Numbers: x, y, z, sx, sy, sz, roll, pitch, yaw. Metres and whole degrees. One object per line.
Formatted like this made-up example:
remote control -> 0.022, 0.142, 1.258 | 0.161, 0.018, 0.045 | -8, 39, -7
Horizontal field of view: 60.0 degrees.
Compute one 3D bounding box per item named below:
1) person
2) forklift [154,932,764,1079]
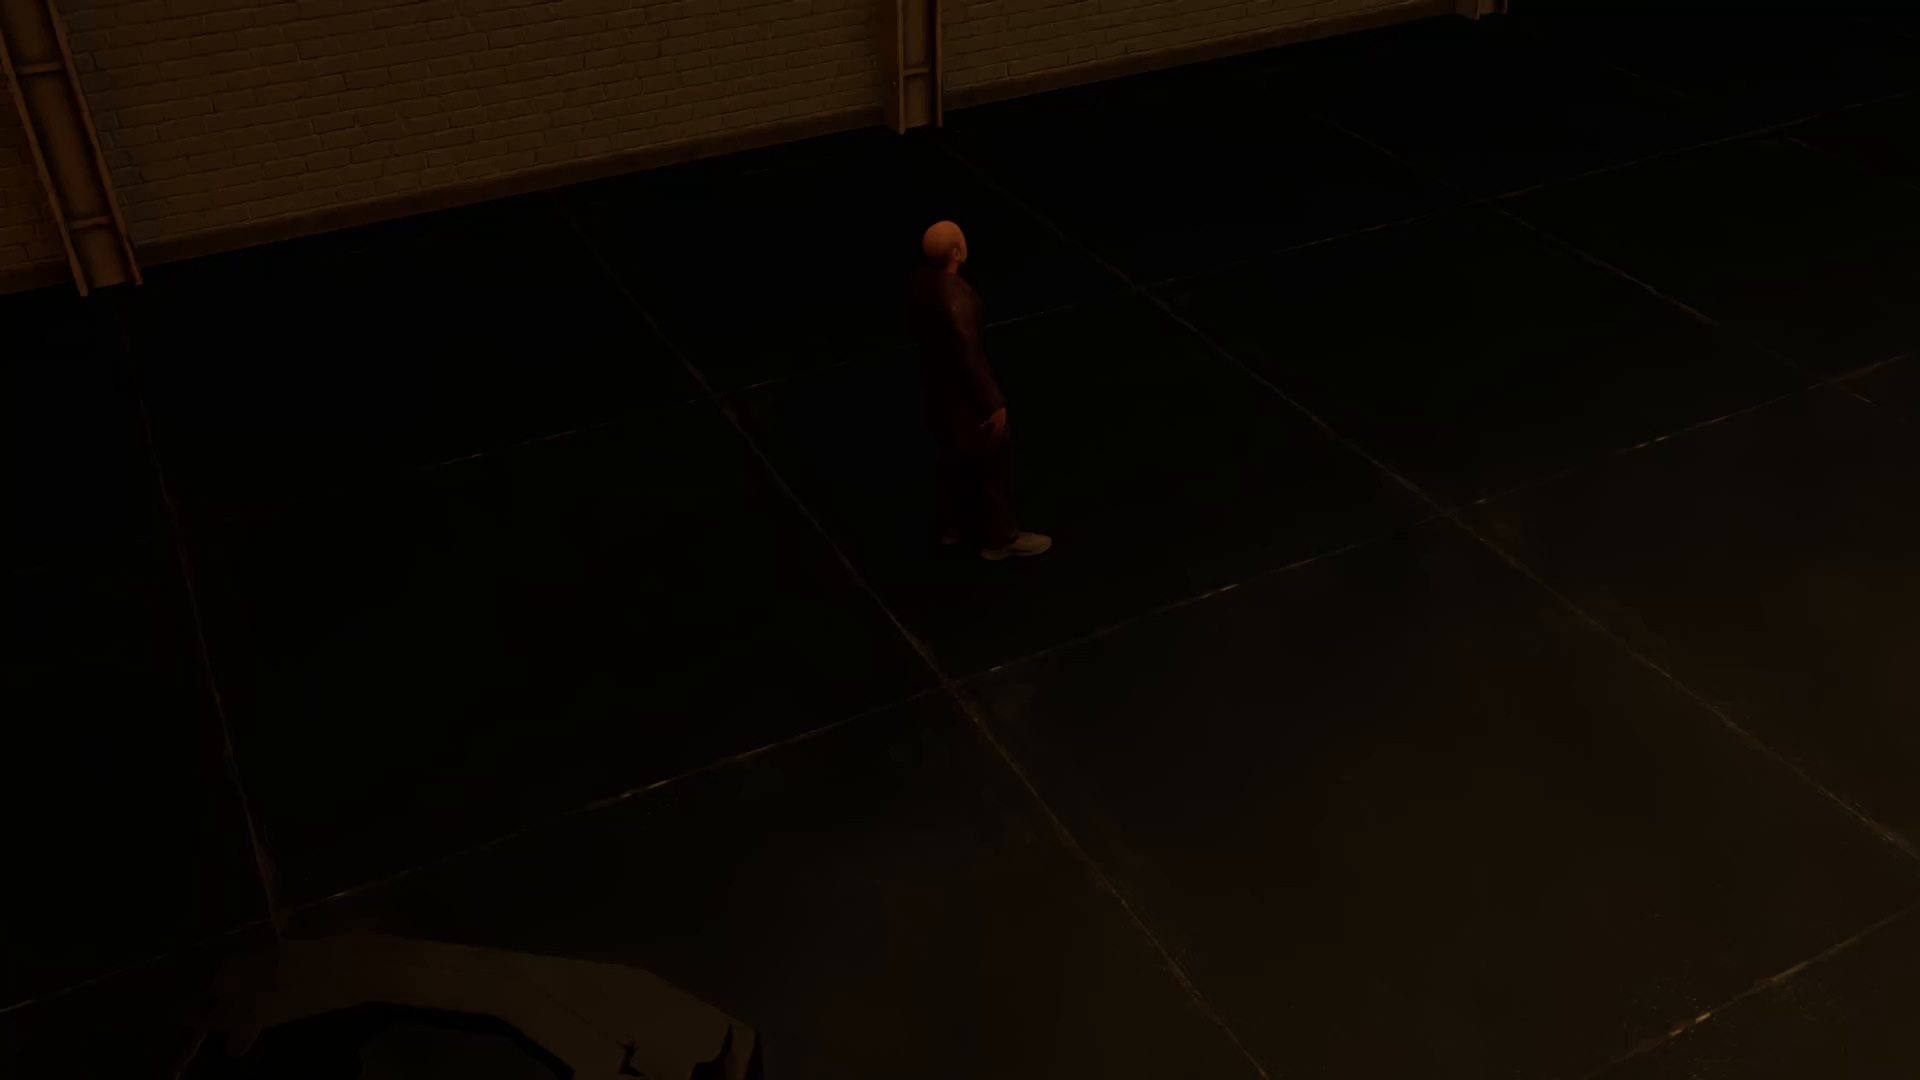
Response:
person -> 0.083, -0.754, 8.177 | 0.580, 1.776, 0.694 | -17, 39, -23
forklift -> -0.895, 2.250, 2.940 | 1.130, 2.935, 3.031 | 5, 36, 7
